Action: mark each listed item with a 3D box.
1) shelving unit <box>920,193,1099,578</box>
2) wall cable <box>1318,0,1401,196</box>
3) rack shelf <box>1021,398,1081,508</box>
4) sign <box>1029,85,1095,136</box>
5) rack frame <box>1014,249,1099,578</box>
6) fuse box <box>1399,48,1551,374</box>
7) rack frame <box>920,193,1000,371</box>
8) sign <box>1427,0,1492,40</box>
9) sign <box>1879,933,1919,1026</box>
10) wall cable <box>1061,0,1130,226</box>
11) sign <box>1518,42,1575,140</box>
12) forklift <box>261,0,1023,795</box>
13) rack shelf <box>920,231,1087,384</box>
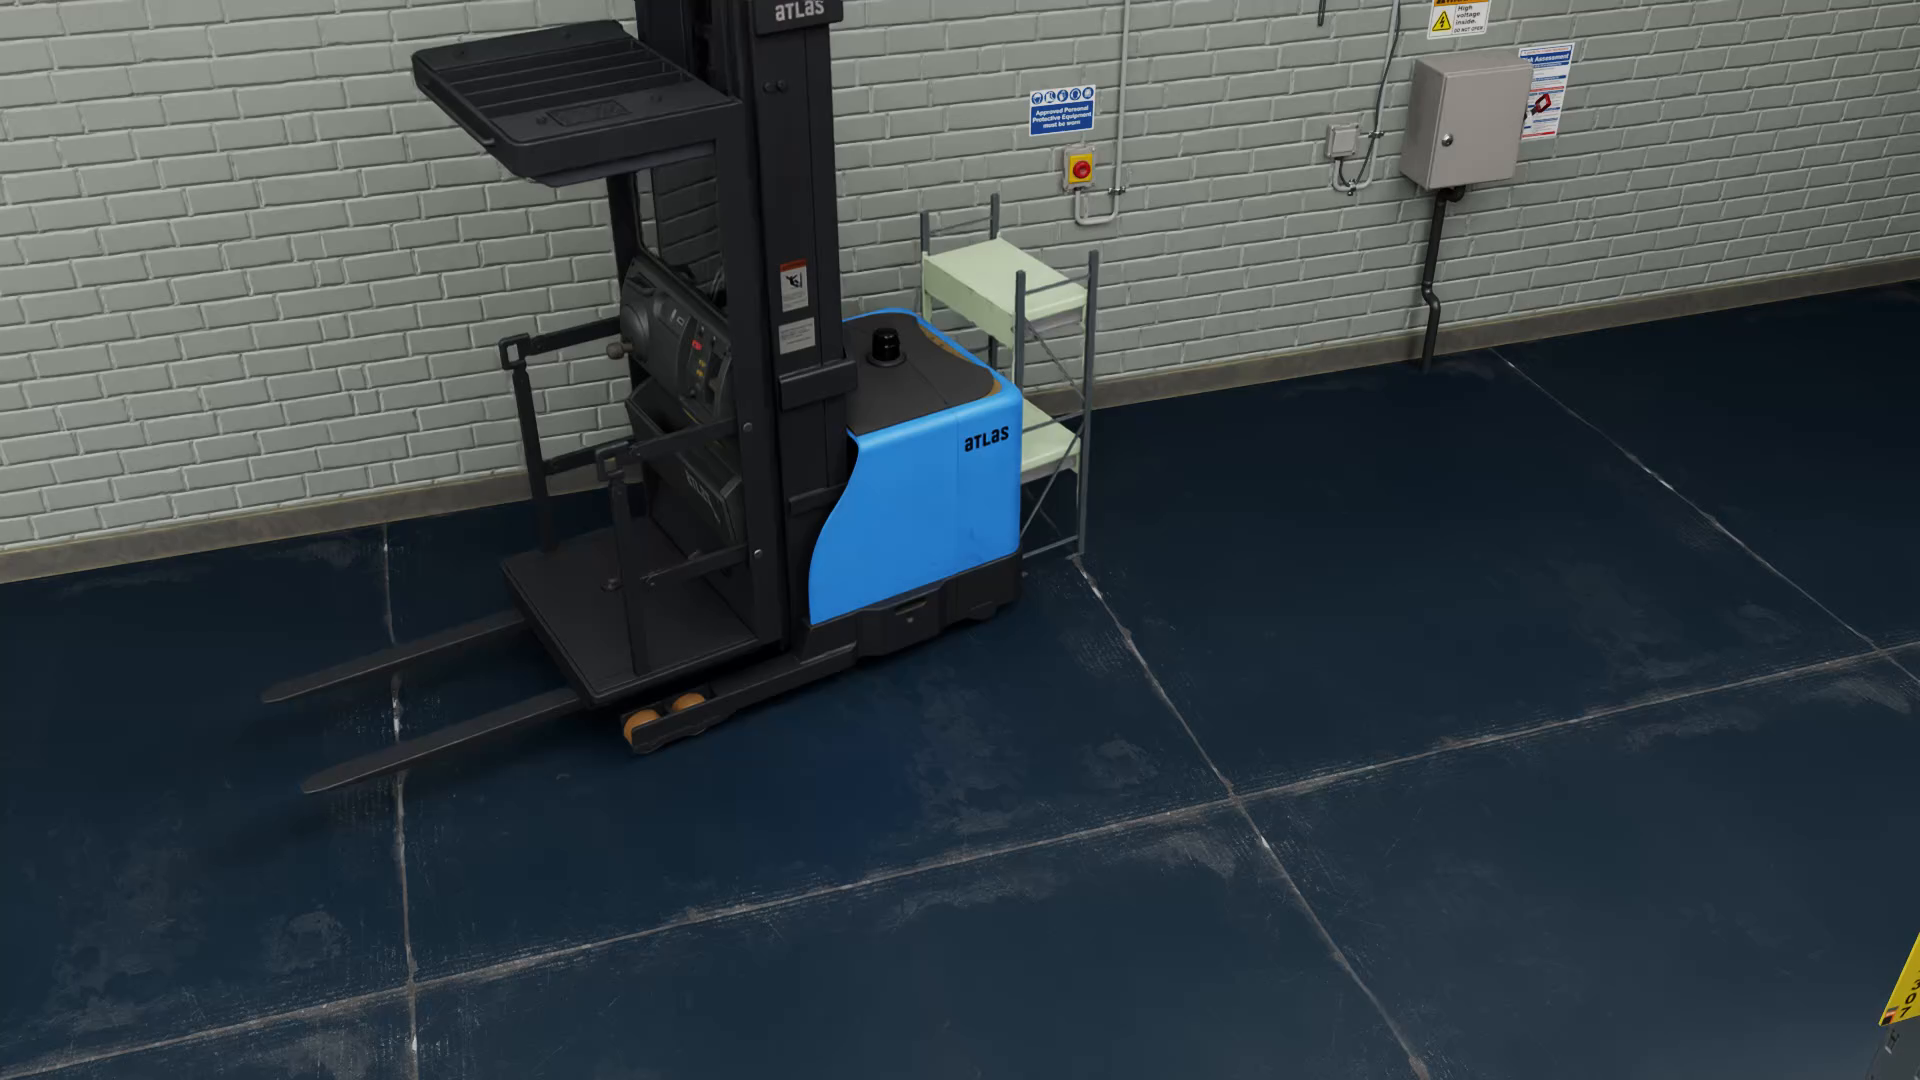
[{"bbox_3d":[0.199,-0.675,7.411,0.431,1.500,0.755,-20,38,-27],"label":"shelving unit"},{"bbox_3d":[1.895,-2.560,7.982,0.588,1.984,0.122,-10,35,-15],"label":"wall cable"},{"bbox_3d":[0.199,-0.403,7.590,0.431,0.370,0.720,-20,38,-27],"label":"rack shelf"},{"bbox_3d":[0.483,-2.028,7.854,0.327,0.218,0.001,-10,35,-15],"label":"sign"},{"bbox_3d":[0.397,-0.505,7.154,0.400,1.500,0.023,-20,38,-27],"label":"rack frame"},{"bbox_3d":[2.592,-1.631,8.666,0.539,1.711,0.414,-10,35,-15],"label":"fuse box"},{"bbox_3d":[0.001,-0.844,7.667,0.400,1.500,0.023,-20,38,-27],"label":"rack frame"},{"bbox_3d":[2.477,-2.612,8.233,0.339,0.242,0.001,-10,35,-15],"label":"sign"},{"bbox_3d":[1.759,0.761,3.020,0.100,0.325,0.005,-10,35,-15],"label":"sign"},{"bbox_3d":[0.547,-2.328,7.603,0.585,1.953,0.123,-10,35,-15],"label":"wall cable"},{"bbox_3d":[3.000,-2.320,8.627,0.329,0.494,0.001,-10,35,-15],"label":"sign"},{"bbox_3d":[-1.250,-0.725,6.189,3.031,2.935,1.130,-19,38,-26],"label":"forklift"},{"bbox_3d":[0.199,-1.000,7.196,0.431,0.370,0.720,-20,38,-27],"label":"rack shelf"}]
